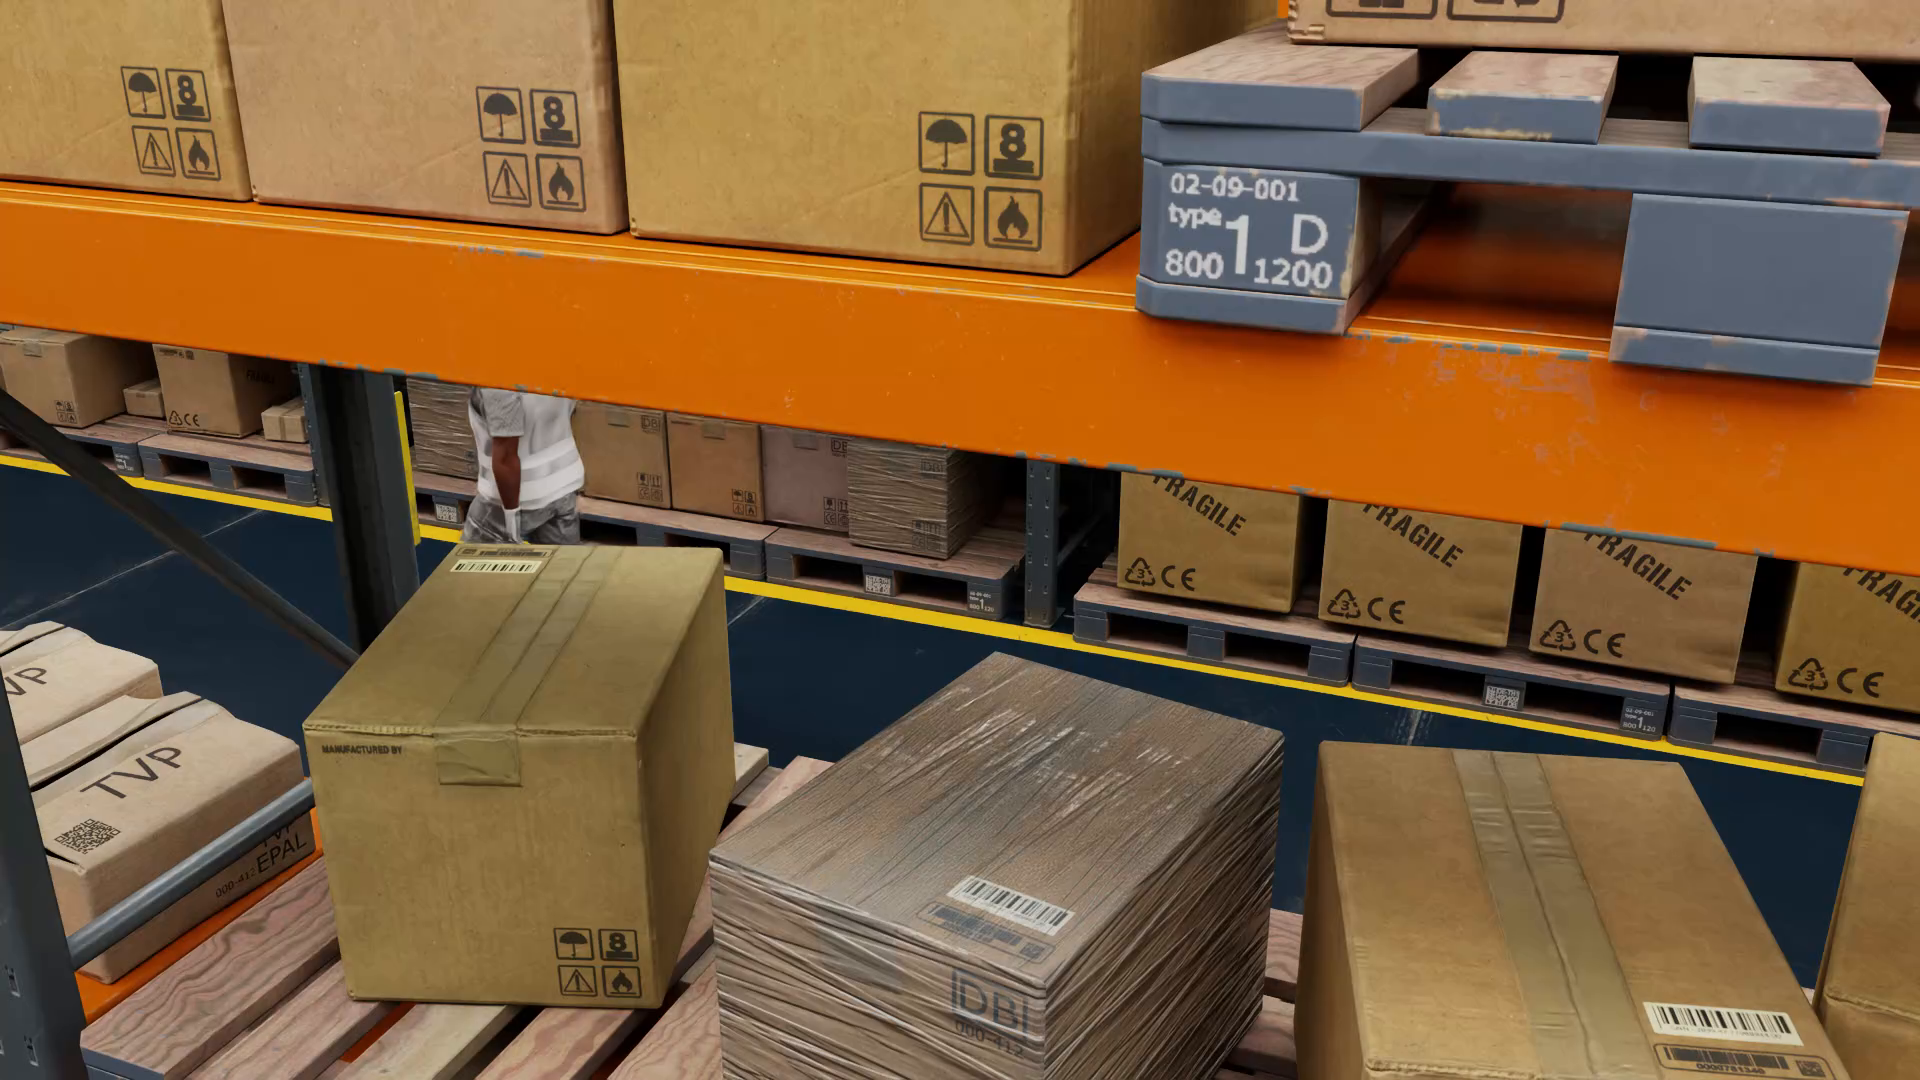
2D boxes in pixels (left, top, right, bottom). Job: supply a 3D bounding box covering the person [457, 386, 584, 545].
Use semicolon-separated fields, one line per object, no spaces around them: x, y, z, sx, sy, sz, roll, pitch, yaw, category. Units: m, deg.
-1.706;-0.172;6.503;0.490;1.839;0.553;12;25;28;person
